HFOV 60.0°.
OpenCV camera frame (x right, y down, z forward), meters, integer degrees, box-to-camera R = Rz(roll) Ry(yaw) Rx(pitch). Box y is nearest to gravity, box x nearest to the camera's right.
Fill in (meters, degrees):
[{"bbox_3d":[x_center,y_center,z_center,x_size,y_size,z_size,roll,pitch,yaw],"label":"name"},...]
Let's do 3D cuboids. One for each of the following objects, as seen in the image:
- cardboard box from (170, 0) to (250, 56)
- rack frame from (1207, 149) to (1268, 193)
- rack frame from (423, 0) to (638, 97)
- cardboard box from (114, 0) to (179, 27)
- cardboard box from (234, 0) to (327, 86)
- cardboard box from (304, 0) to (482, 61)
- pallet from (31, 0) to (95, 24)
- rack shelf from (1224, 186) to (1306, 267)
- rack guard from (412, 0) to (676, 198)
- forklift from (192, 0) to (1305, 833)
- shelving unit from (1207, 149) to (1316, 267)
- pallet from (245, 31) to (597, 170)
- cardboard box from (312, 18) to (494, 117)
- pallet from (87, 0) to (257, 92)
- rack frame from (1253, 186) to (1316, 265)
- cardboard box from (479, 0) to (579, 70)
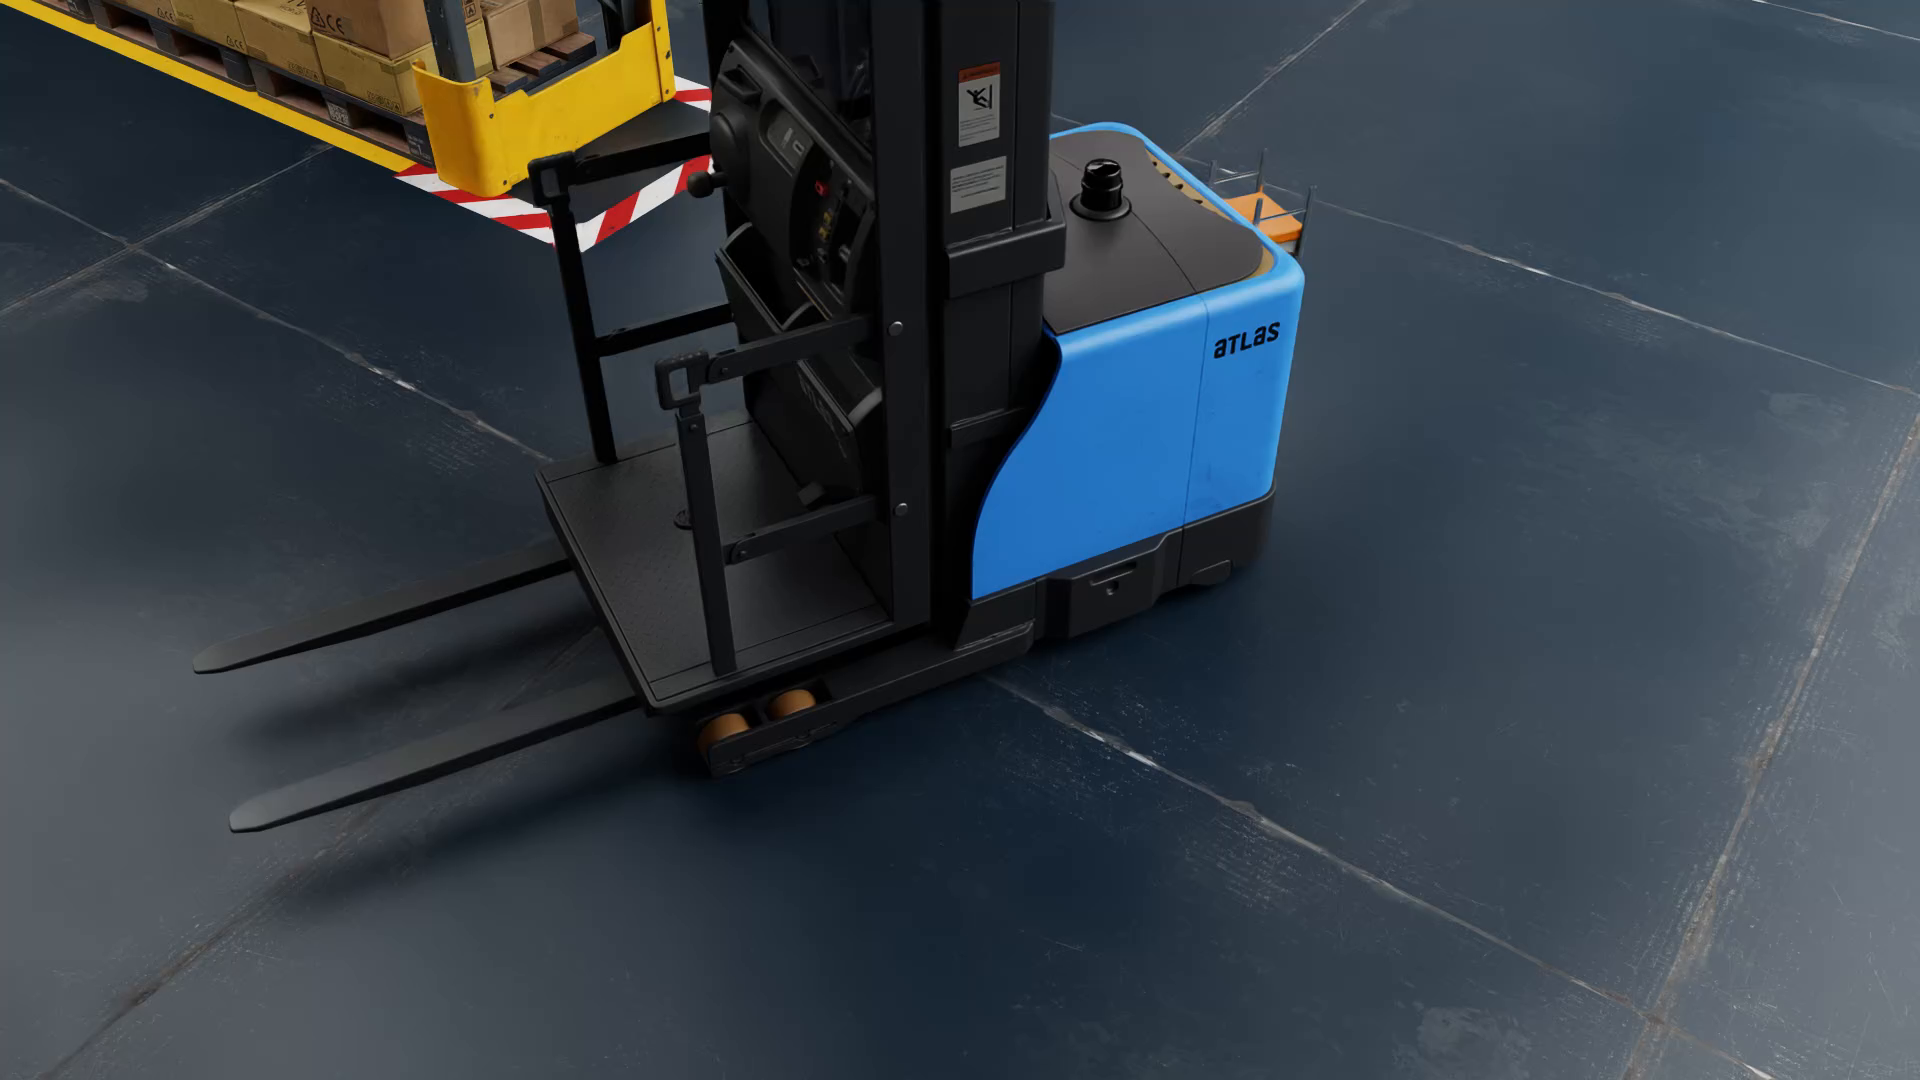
[{"bbox_3d":[-3.186,-2.448,7.484,0.500,0.250,0.500,25,48,25],"label":"cardboard box"},{"bbox_3d":[0.813,-0.749,5.293,0.200,1.050,0.008,-16,44,-21],"label":"rack frame"},{"bbox_3d":[-1.751,-2.897,6.238,0.127,3.000,1.000,25,48,25],"label":"rack frame"},{"bbox_3d":[-3.594,-2.641,7.699,0.500,0.250,0.500,25,48,25],"label":"cardboard box"},{"bbox_3d":[-2.776,-2.258,7.271,0.500,0.250,0.500,25,48,25],"label":"cardboard box"},{"bbox_3d":[-2.361,-2.351,6.813,0.500,0.500,0.500,25,48,25],"label":"cardboard box"},{"bbox_3d":[-4.398,-3.062,8.514,1.213,0.211,1.003,25,48,25],"label":"pallet"},{"bbox_3d":[0.878,-0.883,5.033,0.215,0.259,0.240,-16,44,-21],"label":"rack shelf"},{"bbox_3d":[-1.731,-1.957,7.062,0.348,0.500,1.175,25,48,25],"label":"rack guard"},{"bbox_3d":[-0.603,-0.860,4.013,3.031,2.935,1.130,-19,45,-20],"label":"forklift"},{"bbox_3d":[0.867,-0.676,5.211,0.215,1.050,0.252,-16,44,-21],"label":"shelving unit"},{"bbox_3d":[-2.401,-2.128,7.470,1.213,0.211,1.003,25,48,25],"label":"pallet"},{"bbox_3d":[-2.359,-2.073,7.064,0.500,0.250,0.500,25,48,25],"label":"cardboard box"},{"bbox_3d":[-3.395,-2.596,7.992,1.213,0.211,1.003,25,48,25],"label":"pallet"},{"bbox_3d":[0.921,-0.603,5.130,0.200,1.050,0.008,-16,44,-21],"label":"rack frame"},{"bbox_3d":[-2.062,-2.356,7.380,0.500,0.250,0.500,25,48,25],"label":"cardboard box"}]
